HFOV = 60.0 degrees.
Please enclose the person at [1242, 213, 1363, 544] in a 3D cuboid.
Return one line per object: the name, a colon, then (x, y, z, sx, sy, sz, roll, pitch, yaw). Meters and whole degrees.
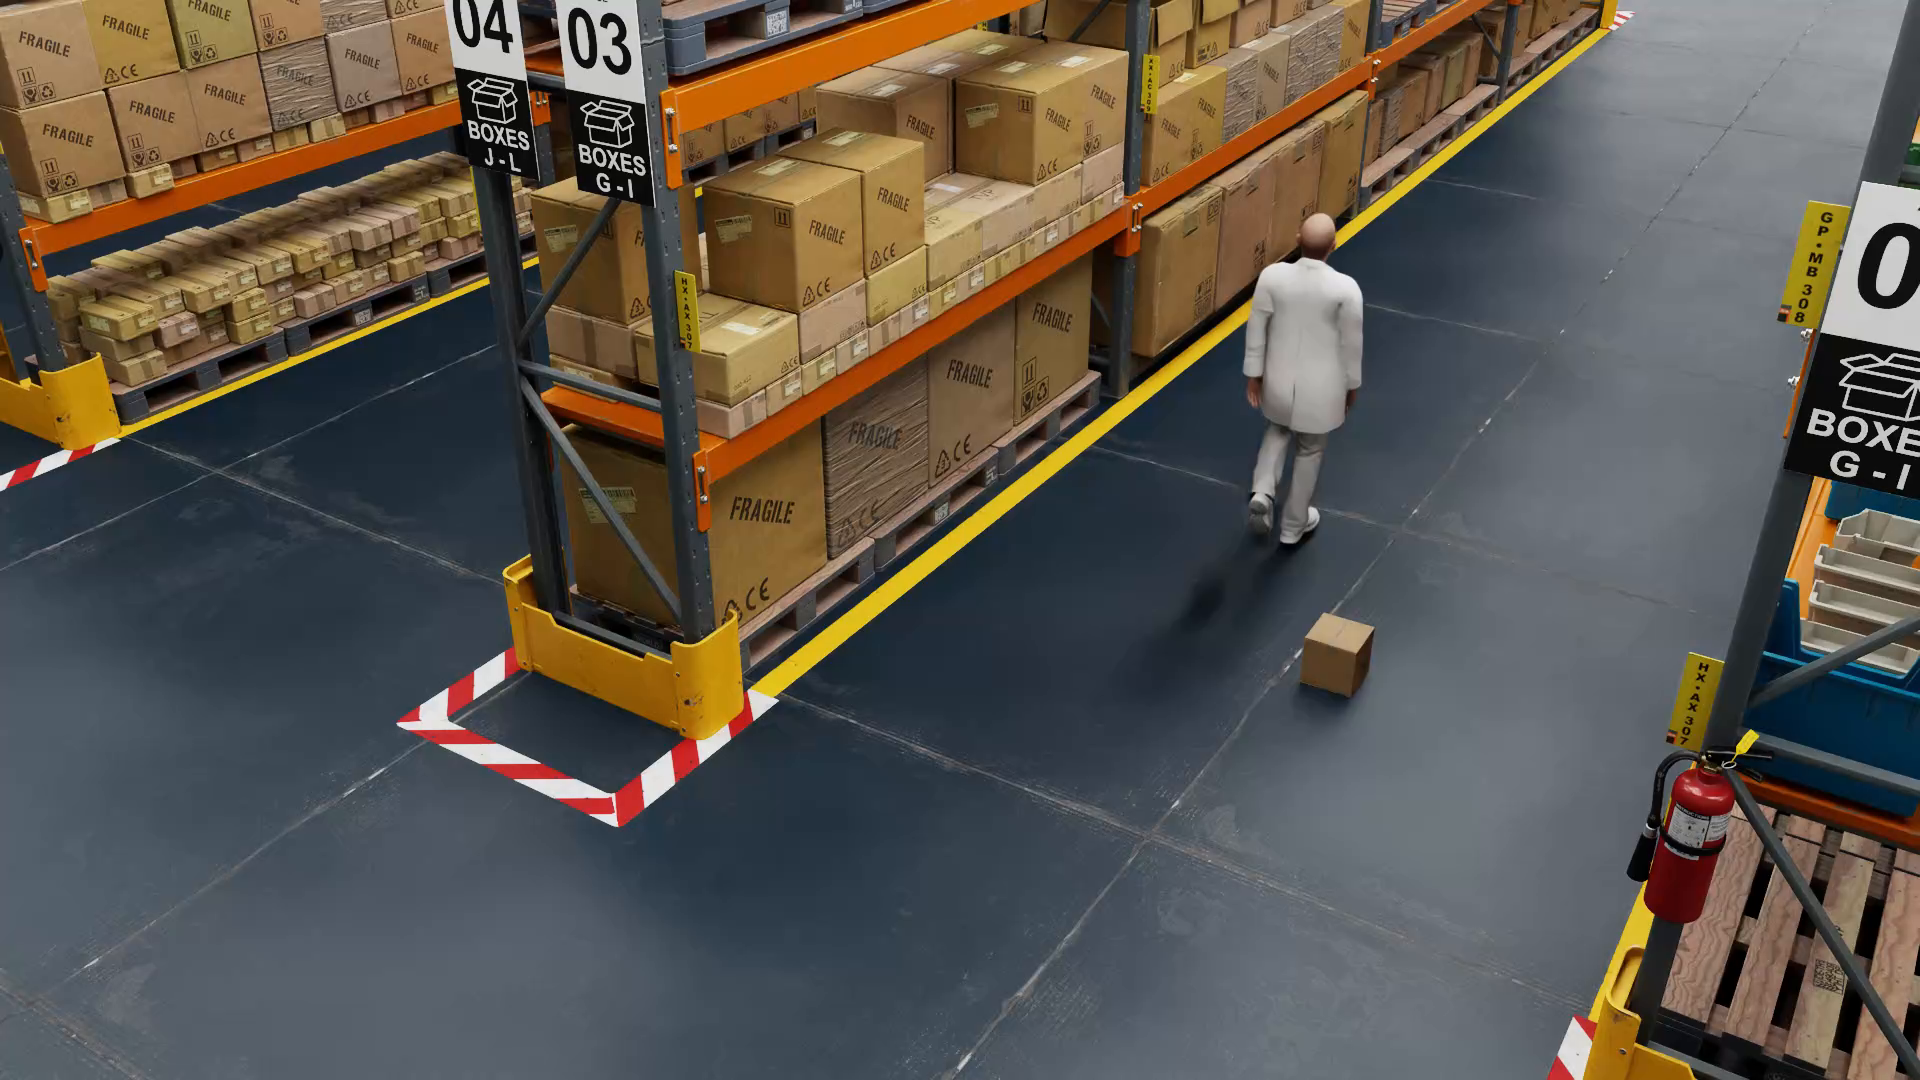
person: (1.743, -0.811, 8.511, 0.584, 1.790, 0.524, 16, 34, 26)
